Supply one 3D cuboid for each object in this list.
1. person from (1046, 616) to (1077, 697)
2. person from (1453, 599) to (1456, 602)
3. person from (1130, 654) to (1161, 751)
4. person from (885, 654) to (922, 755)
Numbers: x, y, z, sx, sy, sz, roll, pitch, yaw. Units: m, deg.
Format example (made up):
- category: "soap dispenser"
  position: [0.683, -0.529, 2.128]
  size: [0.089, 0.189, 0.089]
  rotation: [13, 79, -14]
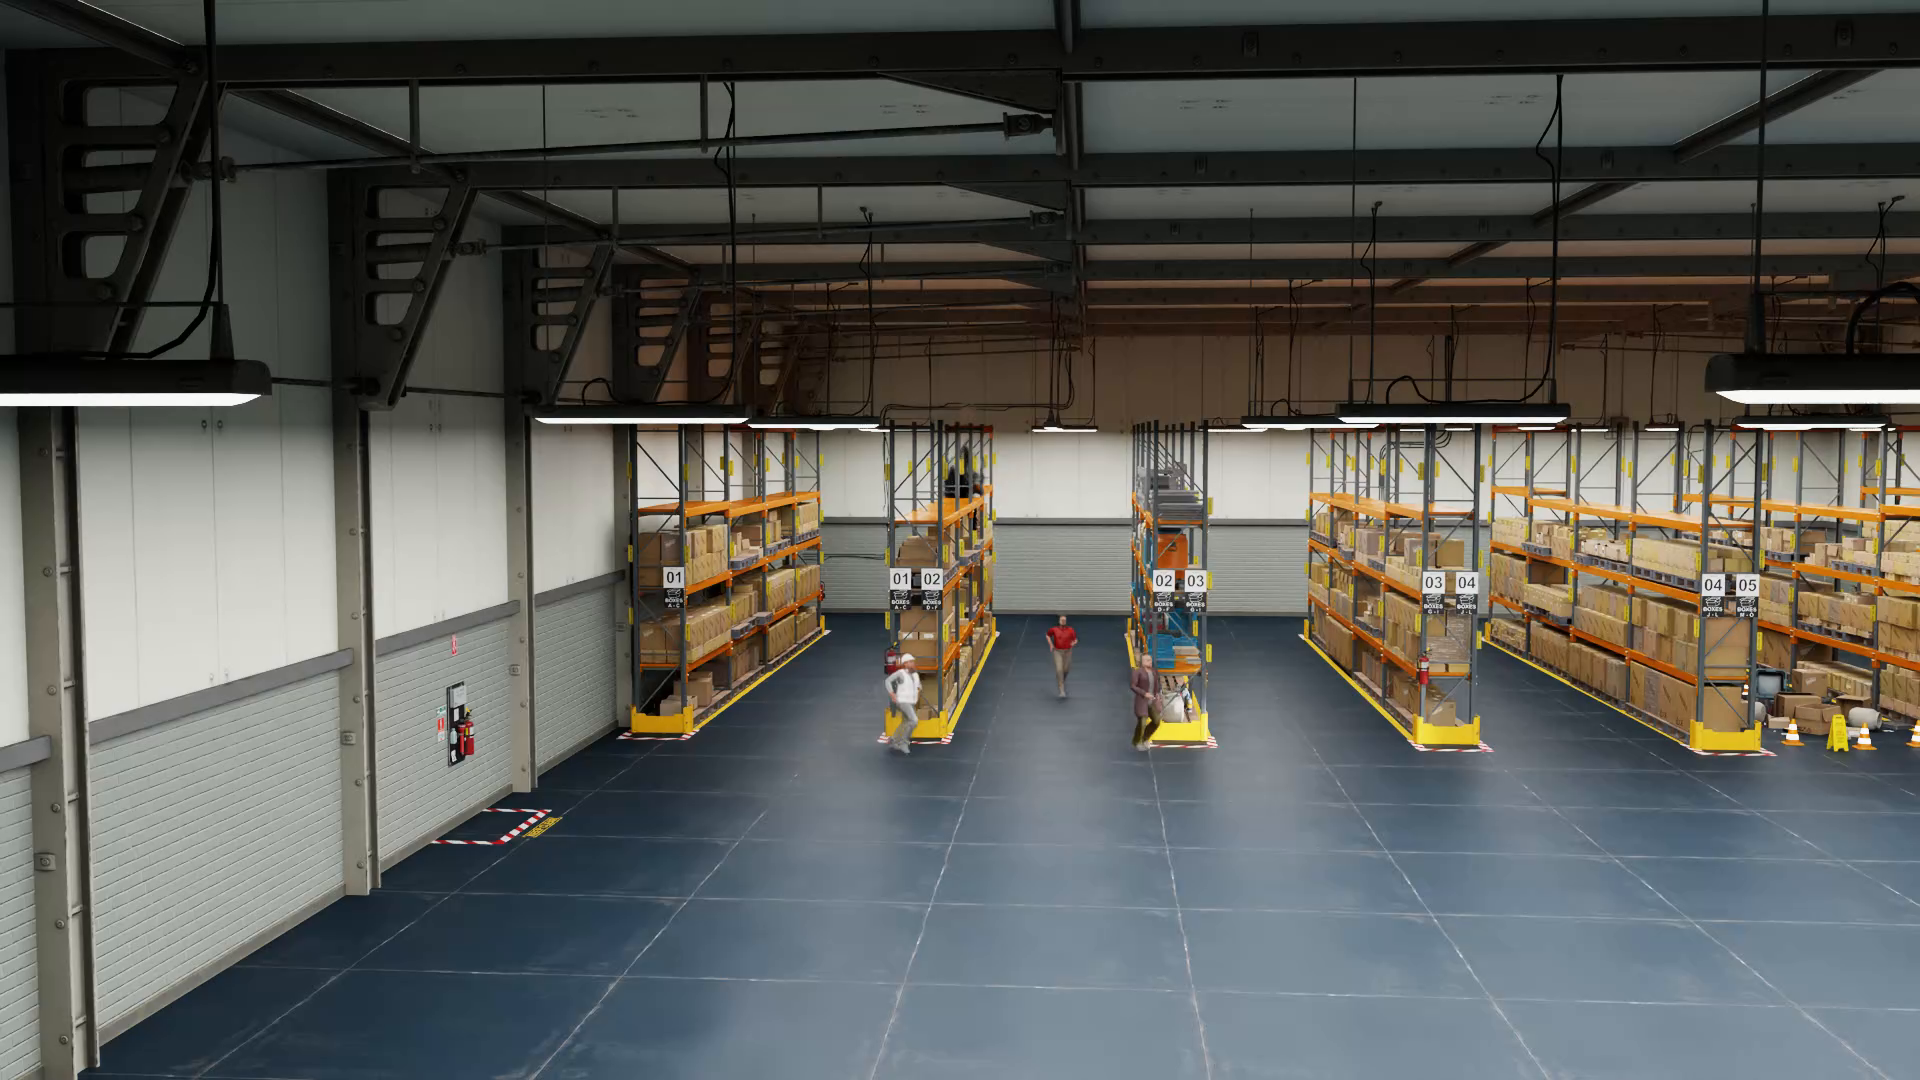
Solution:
- category: "person"
  position: [2.260, 2.538, 36.703]
  size: [0.662, 1.744, 0.975]
  rotation: [-1, 4, -8]
- category: "person"
  position: [13.450, 1.896, 46.638]
  size: [0.810, 1.749, 0.644]
  rotation: [-3, 4, -36]
- category: "person"
  position: [3.401, 2.949, 30.092]
  size: [0.752, 1.767, 0.640]
  rotation: [-2, 4, -32]
- category: "person"
  position: [-0.960, 2.943, 30.049]
  size: [0.685, 1.772, 0.644]
  rotation: [2, 4, 33]
